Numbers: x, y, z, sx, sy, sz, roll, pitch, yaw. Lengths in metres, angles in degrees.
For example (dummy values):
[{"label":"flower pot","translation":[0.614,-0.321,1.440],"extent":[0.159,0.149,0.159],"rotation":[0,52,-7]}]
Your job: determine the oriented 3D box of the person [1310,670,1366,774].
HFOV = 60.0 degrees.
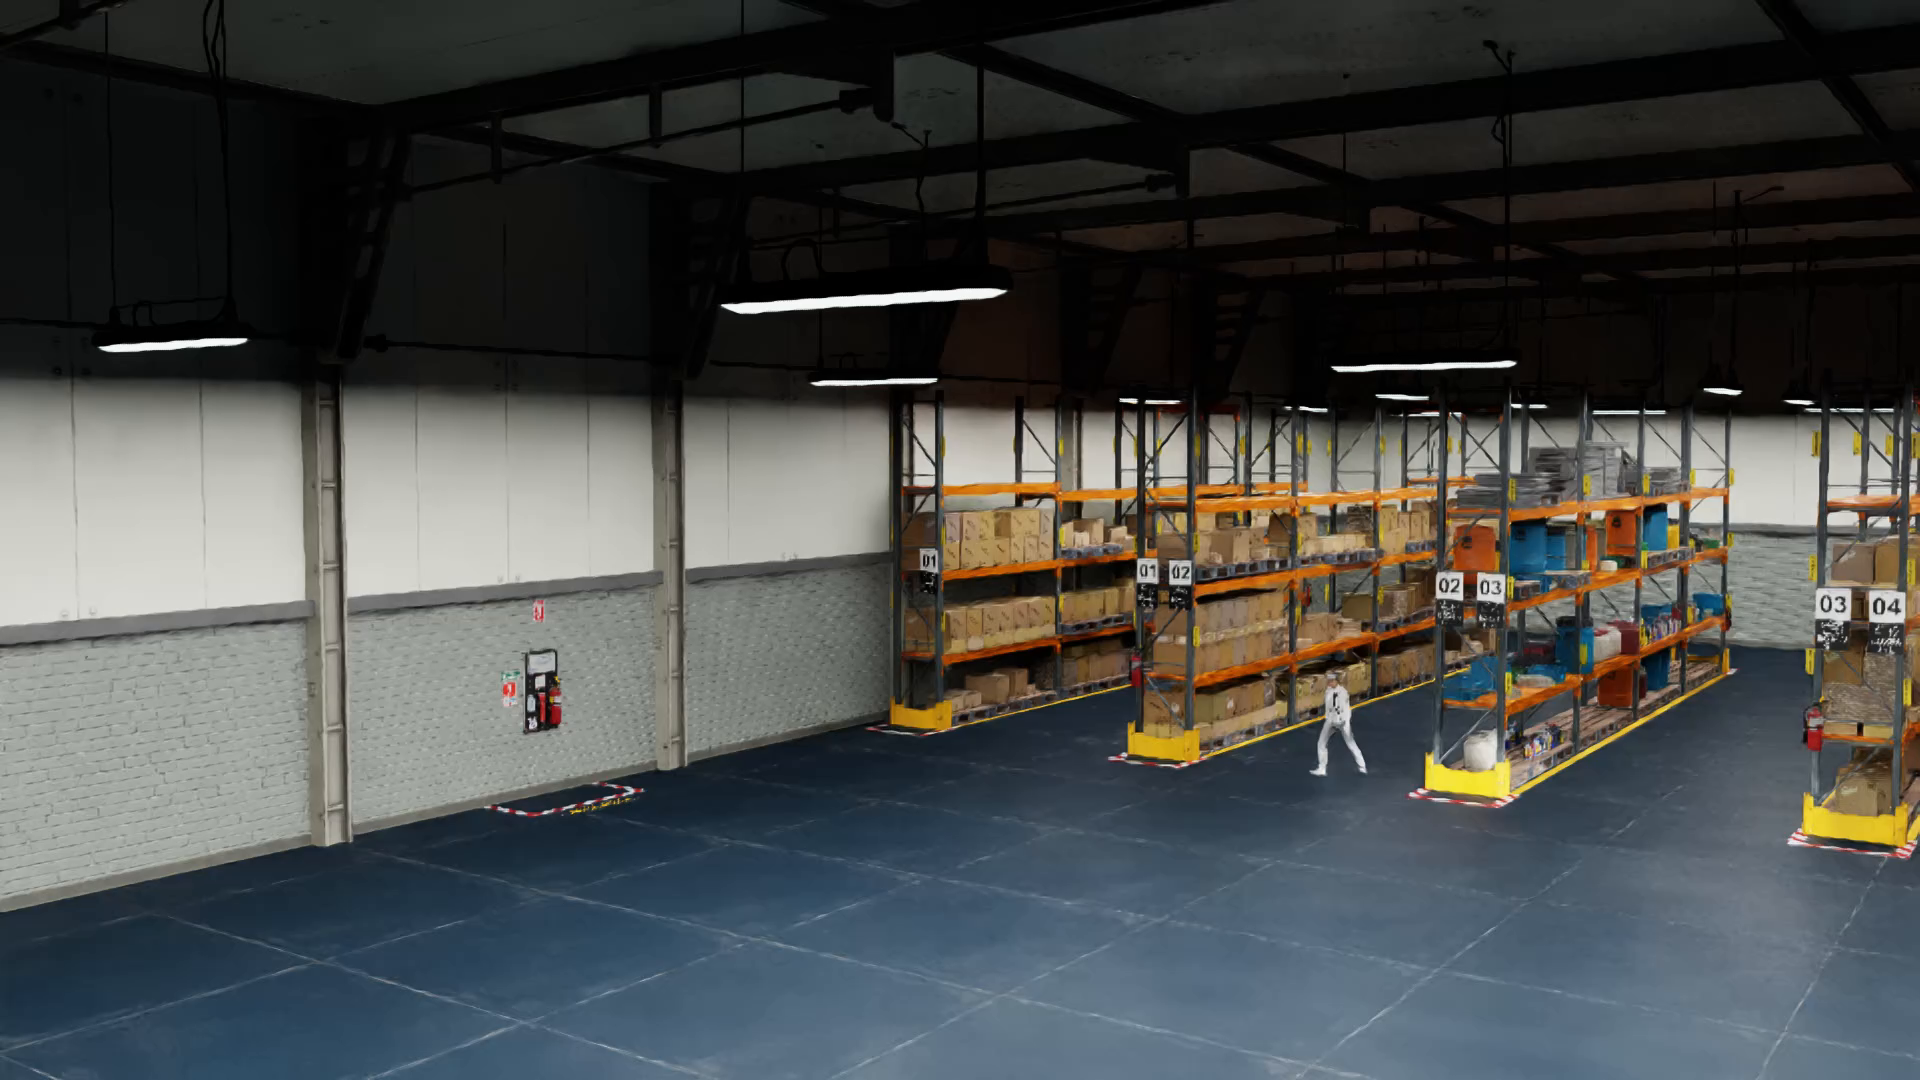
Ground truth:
[{"label":"person","translation":[5.781,2.765,25.324],"extent":[0.912,1.611,0.519],"rotation":[-2,4,-34]}]
